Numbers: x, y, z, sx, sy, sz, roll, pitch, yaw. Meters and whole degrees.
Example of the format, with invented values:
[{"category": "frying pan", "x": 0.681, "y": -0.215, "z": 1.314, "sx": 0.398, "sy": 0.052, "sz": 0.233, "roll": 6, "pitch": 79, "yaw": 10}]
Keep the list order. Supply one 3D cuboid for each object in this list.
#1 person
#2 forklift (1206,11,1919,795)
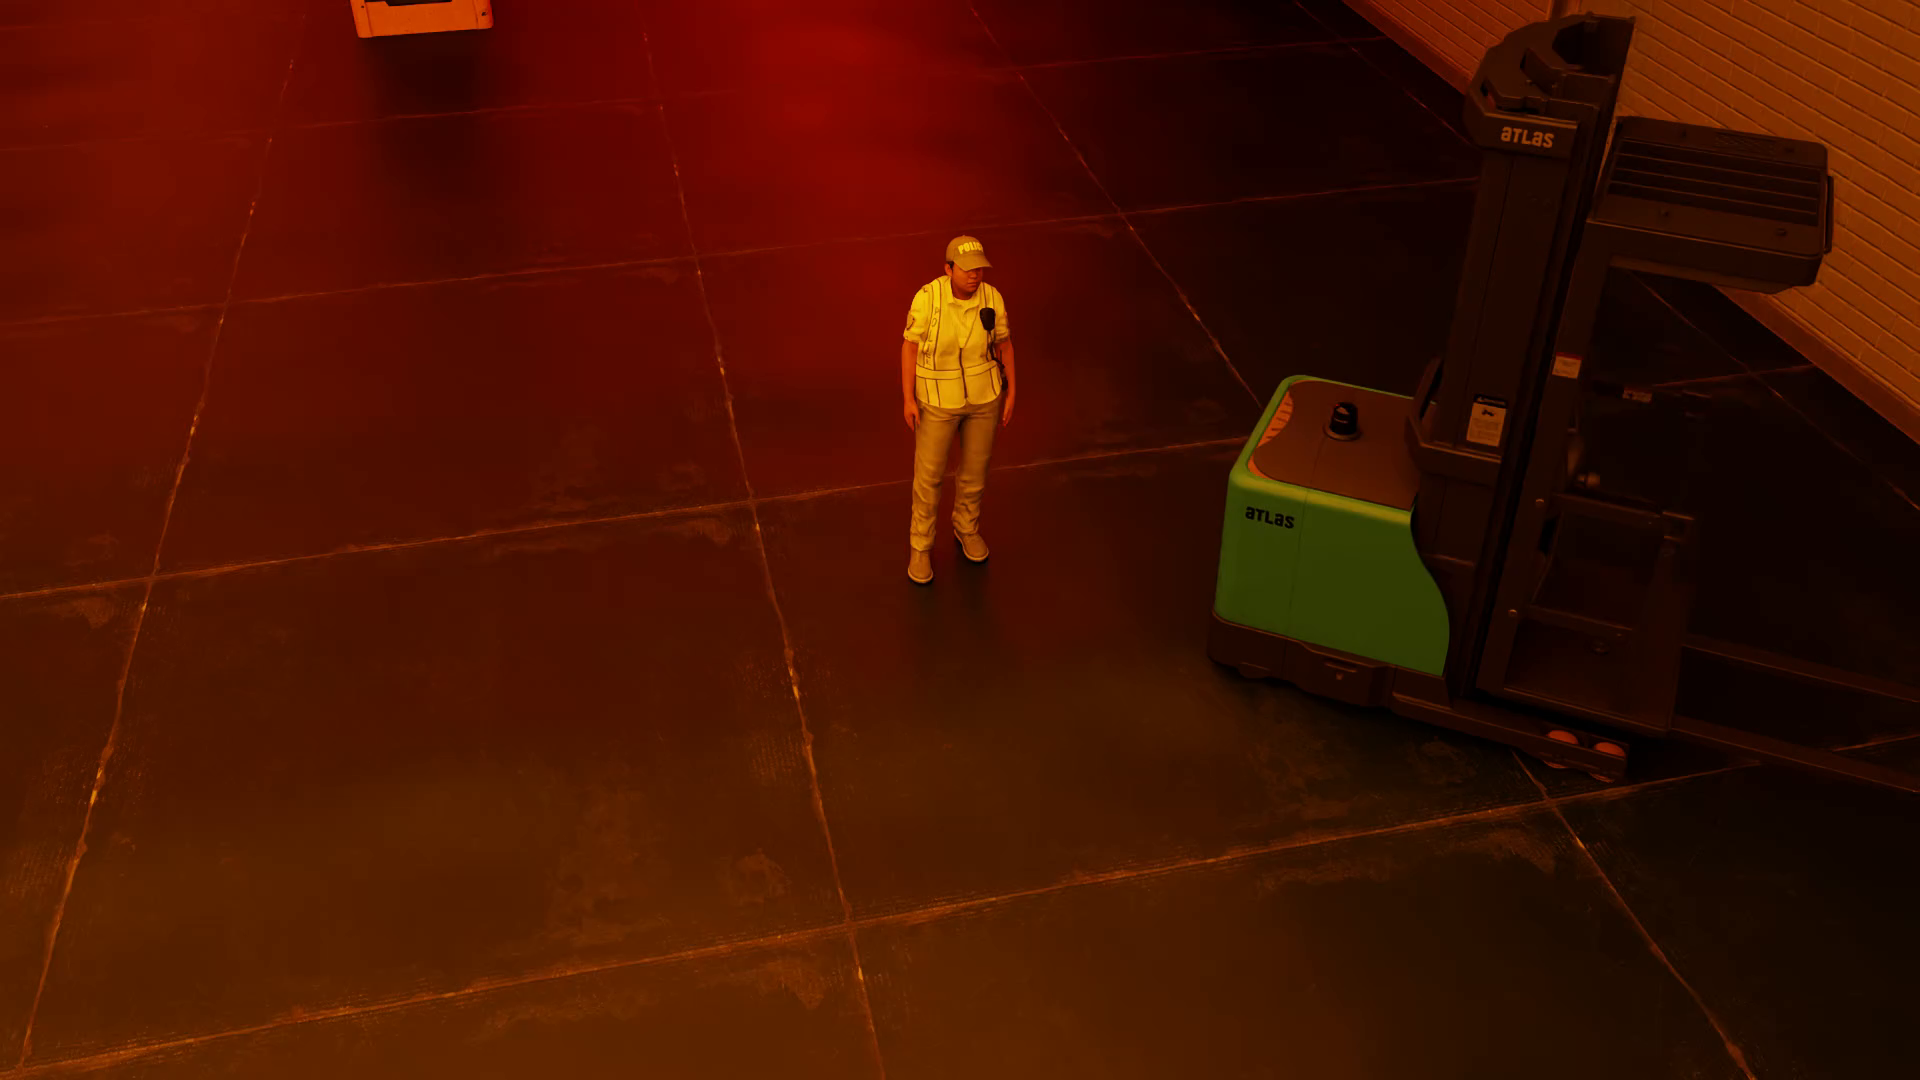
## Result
[{"category": "person", "x": -0.005, "y": -0.635, "z": 8.004, "sx": 0.598, "sy": 1.670, "sz": 0.529, "roll": -8, "pitch": 36, "yaw": -11}, {"category": "forklift", "x": 2.708, "y": -0.510, "z": 6.759, "sx": 3.031, "sy": 2.935, "sz": 1.130, "roll": 14, "pitch": 38, "yaw": 19}]
